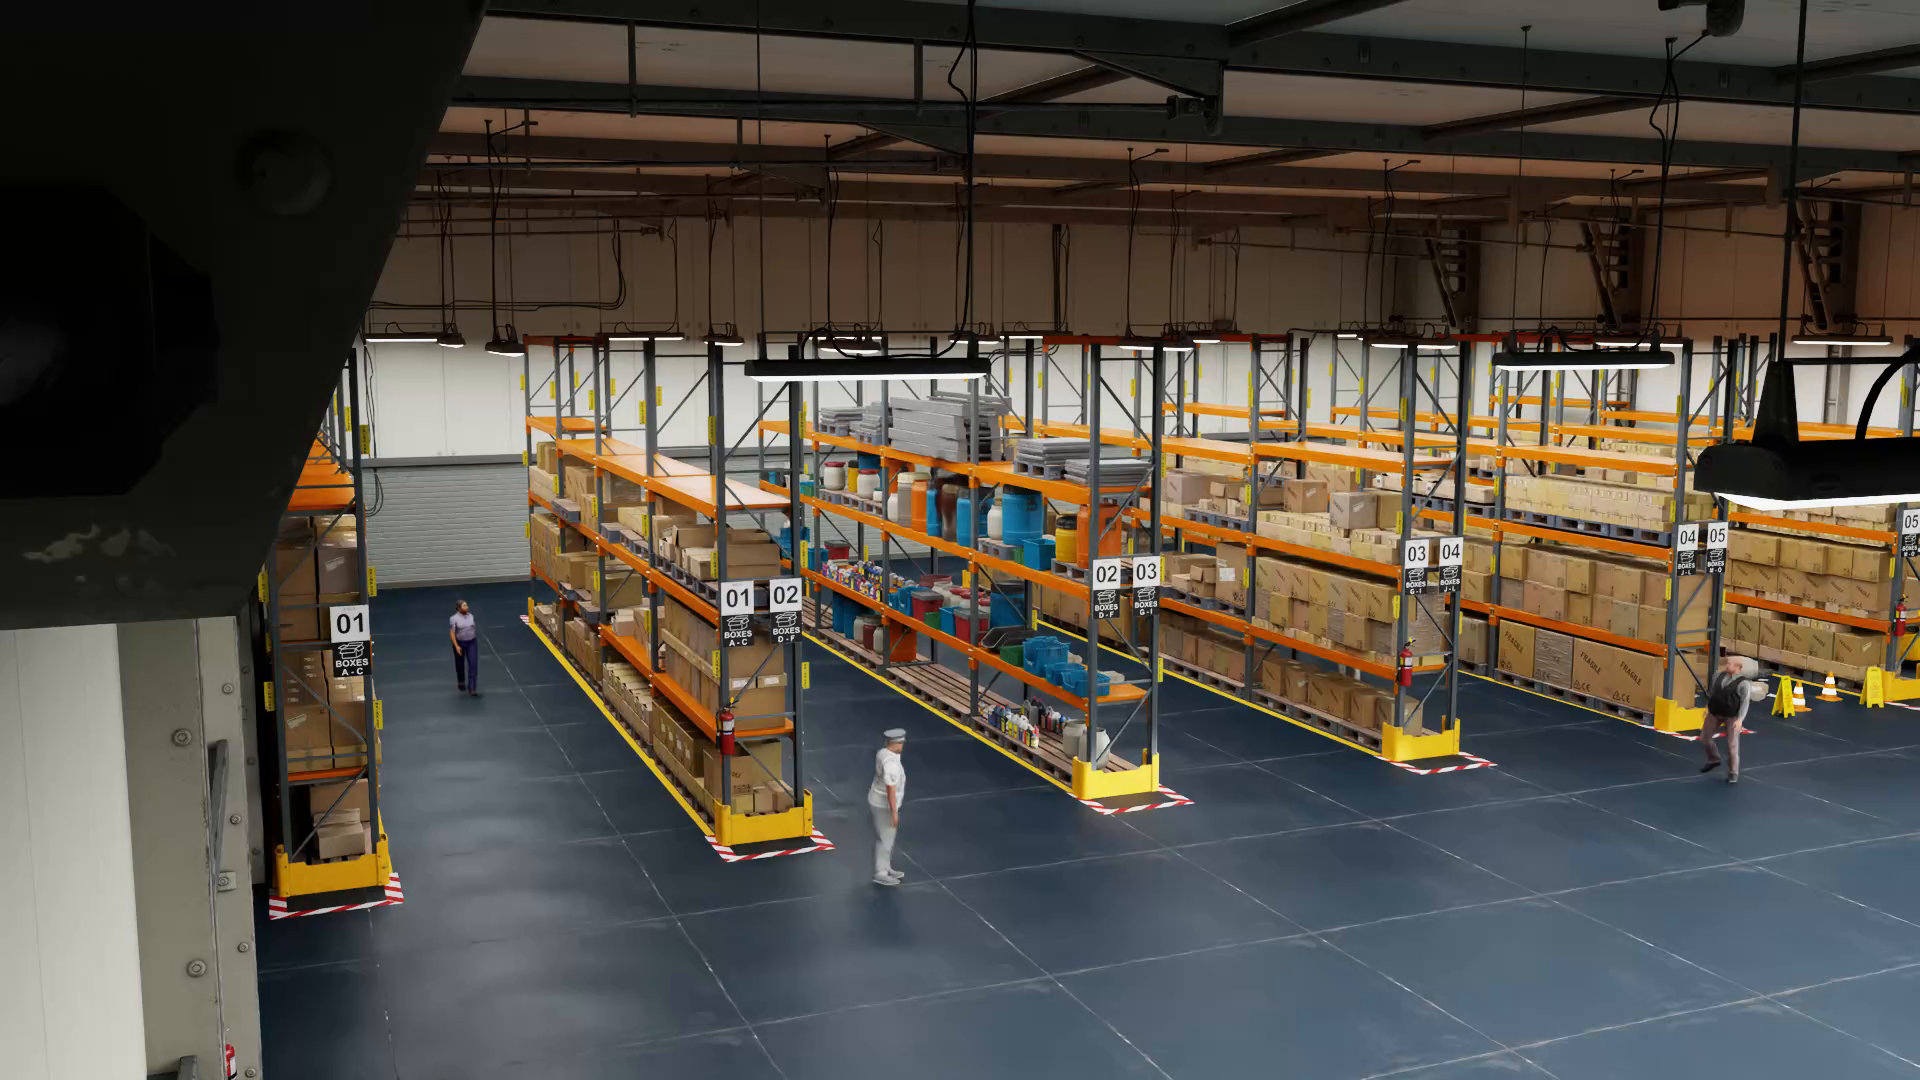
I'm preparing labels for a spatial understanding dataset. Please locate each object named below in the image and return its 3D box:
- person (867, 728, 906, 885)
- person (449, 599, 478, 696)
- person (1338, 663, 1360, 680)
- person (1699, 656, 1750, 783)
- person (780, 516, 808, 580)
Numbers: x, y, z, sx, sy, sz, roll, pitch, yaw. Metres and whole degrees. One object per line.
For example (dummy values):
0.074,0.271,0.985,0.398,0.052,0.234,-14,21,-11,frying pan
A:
-0.817,2.996,18.715,0.433,1.758,0.576,-1,8,-8,person
-8.410,1.796,28.188,0.459,1.600,0.936,-2,8,-18,person
6.633,1.744,28.328,0.451,1.676,0.409,5,9,32,person
10.517,2.438,22.881,0.476,1.716,0.628,-7,10,-41,person
-4.077,0.122,40.184,0.799,1.755,0.620,1,8,9,person
